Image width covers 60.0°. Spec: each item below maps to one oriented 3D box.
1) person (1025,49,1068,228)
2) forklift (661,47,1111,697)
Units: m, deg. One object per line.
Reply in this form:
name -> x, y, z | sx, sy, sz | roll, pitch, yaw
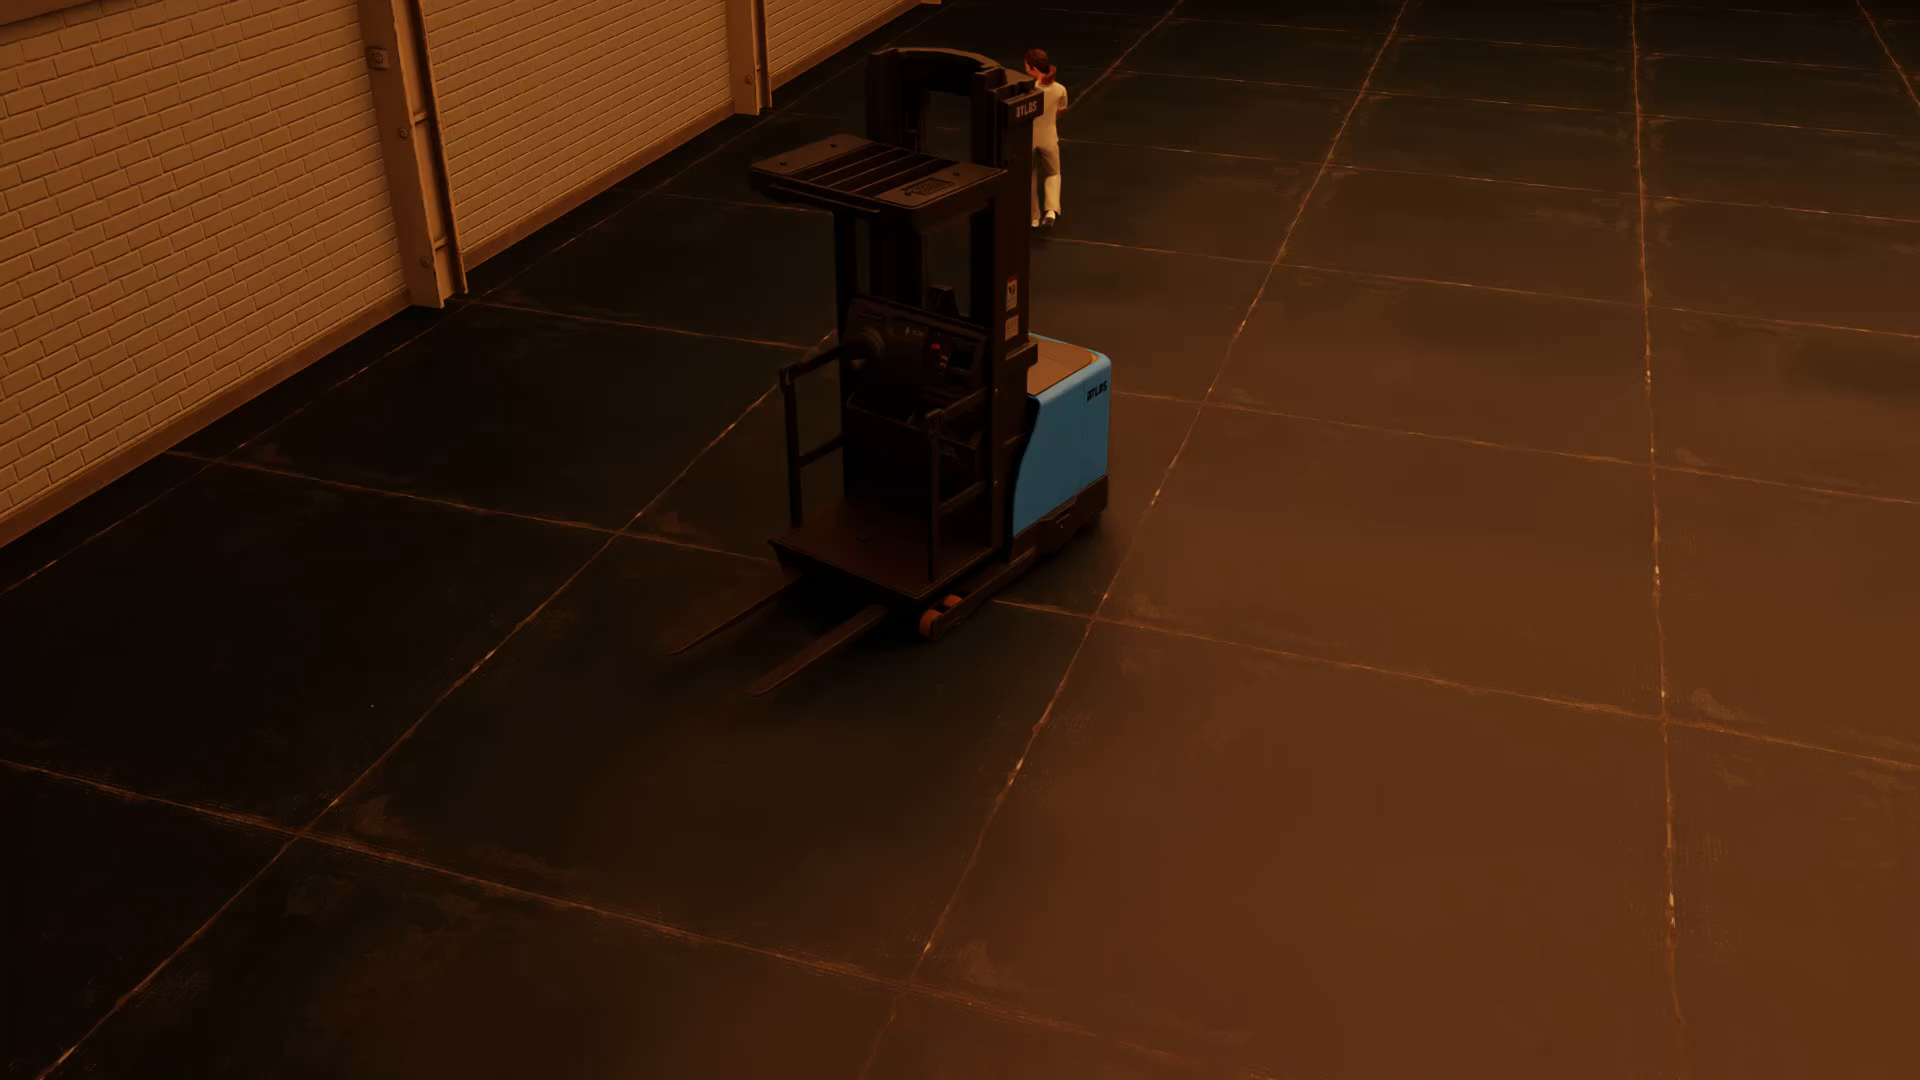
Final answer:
person -> 0.655, -3.511, 14.633 | 0.571, 1.614, 0.636 | 0, 30, 1
forklift -> -0.377, -0.998, 8.887 | 1.130, 2.935, 3.031 | 21, 36, 32
